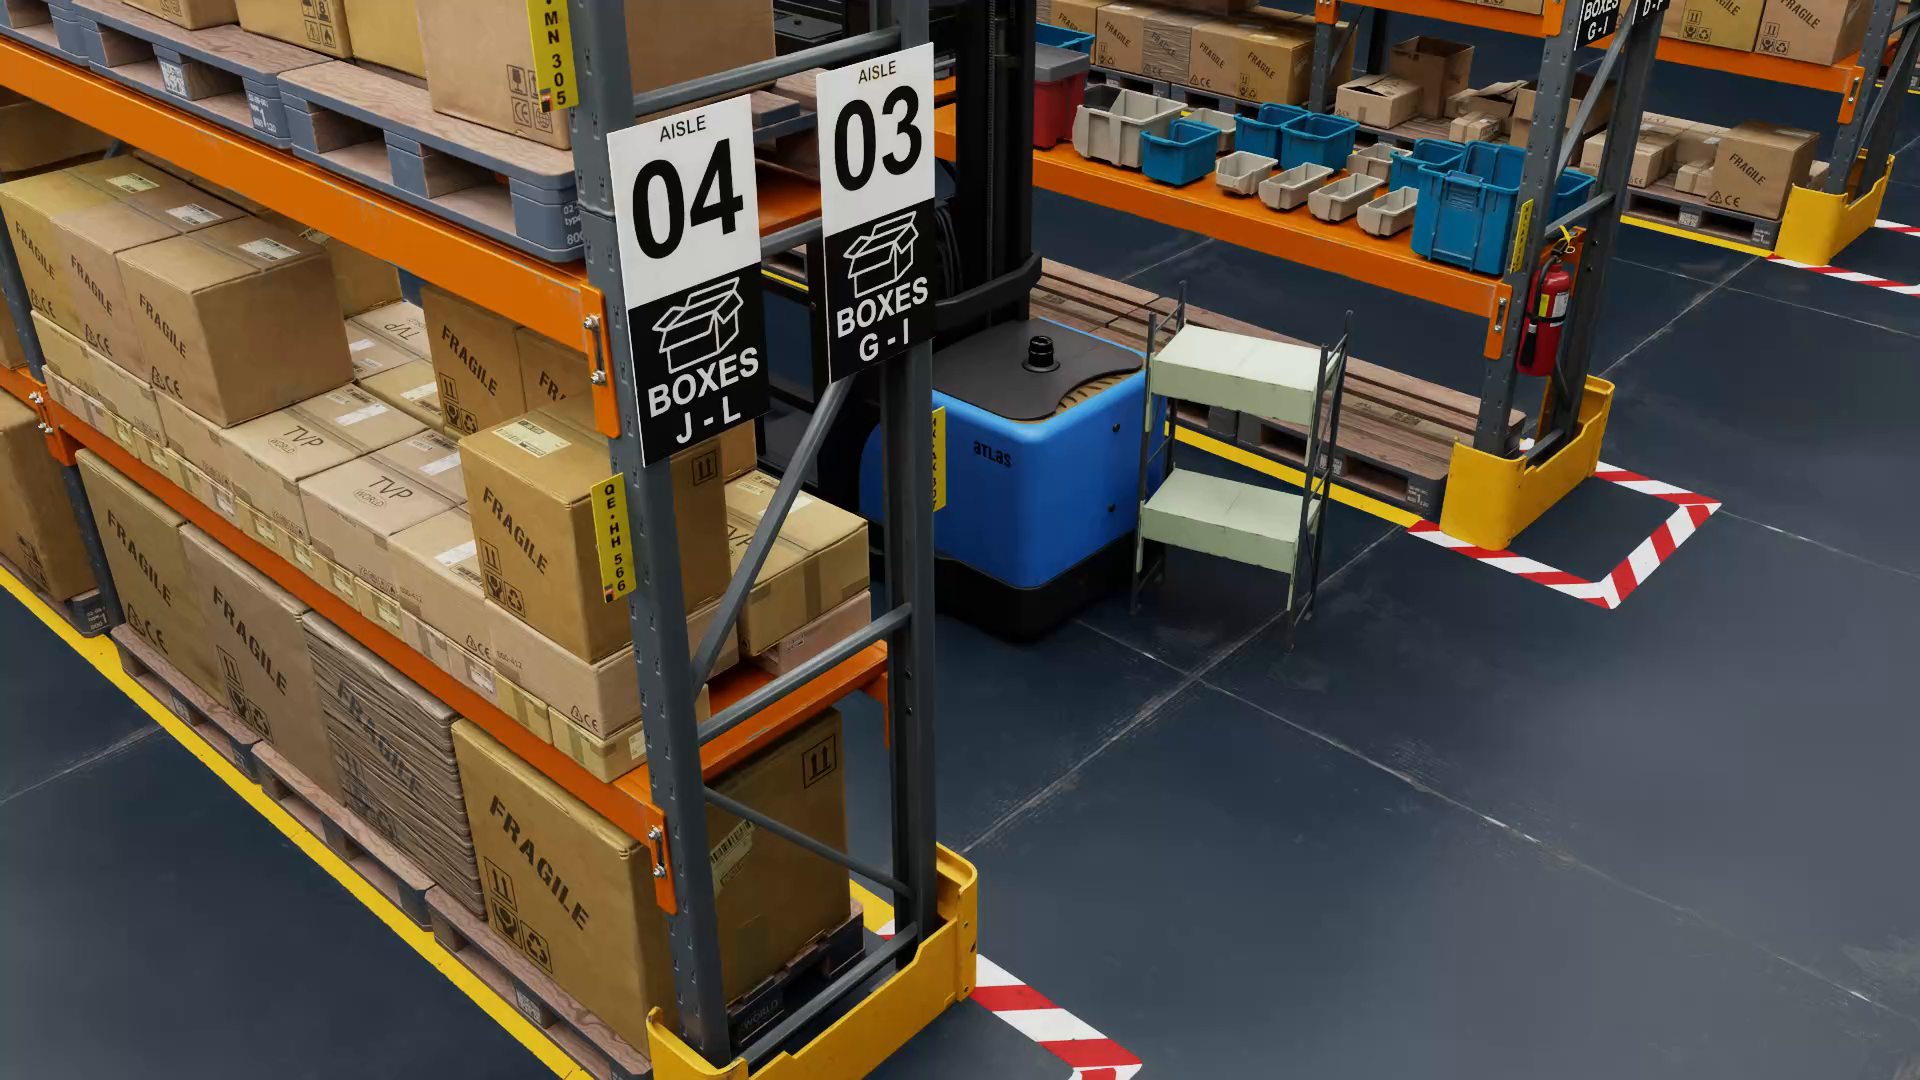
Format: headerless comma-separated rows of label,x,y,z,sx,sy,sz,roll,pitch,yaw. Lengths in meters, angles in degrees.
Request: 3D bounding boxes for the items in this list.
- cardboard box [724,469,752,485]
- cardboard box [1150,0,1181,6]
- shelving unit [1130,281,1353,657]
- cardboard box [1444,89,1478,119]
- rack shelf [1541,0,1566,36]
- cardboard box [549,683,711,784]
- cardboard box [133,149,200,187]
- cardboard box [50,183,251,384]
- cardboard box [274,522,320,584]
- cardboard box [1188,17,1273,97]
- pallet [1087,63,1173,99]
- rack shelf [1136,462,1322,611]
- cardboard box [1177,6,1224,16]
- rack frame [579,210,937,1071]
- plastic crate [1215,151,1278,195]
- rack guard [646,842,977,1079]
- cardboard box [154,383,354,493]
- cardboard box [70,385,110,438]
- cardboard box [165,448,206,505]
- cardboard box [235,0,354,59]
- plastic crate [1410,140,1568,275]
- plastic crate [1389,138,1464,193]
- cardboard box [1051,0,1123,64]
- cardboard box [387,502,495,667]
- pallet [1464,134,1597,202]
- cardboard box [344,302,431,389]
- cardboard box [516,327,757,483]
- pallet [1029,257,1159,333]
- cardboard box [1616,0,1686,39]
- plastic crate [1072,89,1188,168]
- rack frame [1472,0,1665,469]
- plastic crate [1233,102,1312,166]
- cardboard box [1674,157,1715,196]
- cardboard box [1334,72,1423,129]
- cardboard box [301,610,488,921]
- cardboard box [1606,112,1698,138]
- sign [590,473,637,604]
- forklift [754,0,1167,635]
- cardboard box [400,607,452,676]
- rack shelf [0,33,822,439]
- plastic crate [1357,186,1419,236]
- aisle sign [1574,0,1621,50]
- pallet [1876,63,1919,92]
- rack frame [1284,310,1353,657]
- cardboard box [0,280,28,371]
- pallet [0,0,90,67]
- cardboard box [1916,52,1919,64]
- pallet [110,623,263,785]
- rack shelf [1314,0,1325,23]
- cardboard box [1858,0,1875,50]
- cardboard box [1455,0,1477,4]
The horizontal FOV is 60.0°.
cardboard box,-1.018,-0.118,5.395,0.500,0.250,0.500,24,39,35
cardboard box,1.922,-4.998,14.915,0.500,0.250,0.500,24,39,34
shelving unit,1.211,-0.304,7.300,0.755,1.500,0.431,14,34,22
cardboard box,4.162,-3.551,13.578,0.250,0.149,0.380,25,39,35
rack shelf,1.387,-3.171,8.399,4.000,0.370,1.077,25,39,35
cardboard box,-0.939,0.502,4.751,0.250,0.149,0.380,26,40,36
cardboard box,-2.899,-1.320,6.665,0.500,0.500,0.500,26,40,36
cardboard box,-2.876,-0.940,6.033,0.500,0.500,0.500,25,39,35
cardboard box,-2.072,-0.027,5.630,0.250,0.149,0.380,26,40,36
cardboard box,2.311,-4.133,14.203,0.500,0.500,0.500,25,39,35
pallet,1.693,-4.274,15.145,1.213,0.211,1.003,25,39,35
rack shelf,1.211,-0.025,7.469,0.720,0.370,0.431,14,34,22
cardboard box,2.267,-4.514,14.837,0.500,0.500,0.500,26,39,36
rack frame,-0.454,0.392,4.691,0.127,3.000,1.000,25,39,35
plastic crate,1.484,-1.916,8.722,0.250,0.136,0.298,25,39,35
rack guard,-0.436,1.471,5.322,0.348,0.500,1.175,25,39,35
cardboard box,-2.494,-0.442,5.933,0.500,0.250,0.500,26,40,36
cardboard box,-3.229,-0.565,6.523,0.250,0.149,0.380,24,38,34
cardboard box,-2.647,-0.295,6.075,0.250,0.149,0.380,24,39,34
cardboard box,-1.628,-1.720,4.689,0.500,0.500,0.700,22,37,32
plastic crate,2.496,-1.588,7.886,0.499,0.435,0.616,25,39,35
plastic crate,2.419,-1.895,8.594,0.300,0.233,0.416,25,39,35
cardboard box,1.171,-4.660,15.080,0.500,0.500,0.500,24,39,34
cardboard box,-1.367,0.086,5.055,0.500,0.250,0.500,24,39,34
pallet,4.648,-2.924,12.904,1.213,0.211,1.003,25,39,35
cardboard box,-2.152,-0.649,6.276,0.500,0.250,0.500,26,40,36
cardboard box,-0.999,-0.435,5.194,0.500,0.500,0.500,24,38,34
pallet,0.475,-1.452,10.458,1.213,0.211,1.003,25,39,35
cardboard box,4.928,-3.842,11.627,0.500,0.500,0.500,25,39,35
plastic crate,0.912,-2.263,9.157,0.530,0.282,0.437,25,39,35
rack frame,2.870,-1.502,7.837,0.127,3.000,1.000,25,39,35
plastic crate,1.709,-2.227,9.145,0.300,0.233,0.416,25,39,35
cardboard box,5.388,-2.638,12.045,0.250,0.166,0.380,25,39,35
cardboard box,3.397,-3.588,13.482,0.500,0.311,0.500,25,39,35
cardboard box,-1.657,0.616,5.971,0.875,0.875,0.875,25,39,35
cardboard box,5.242,-3.048,12.645,0.500,0.250,0.500,25,39,35
sign,-0.828,-0.003,3.995,0.005,0.325,0.100,25,39,35
forklift,-0.465,-1.475,7.858,3.031,2.935,1.130,25,39,35
cardboard box,-1.503,0.238,5.190,0.250,0.149,0.380,26,40,36
rack shelf,-1.937,-1.277,5.253,4.000,0.370,1.077,25,39,35
plastic crate,2.144,-1.628,8.243,0.243,0.136,0.396,25,39,35
aisle sign,2.726,-2.479,6.939,0.004,0.787,0.394,25,39,35
pallet,8.872,-4.343,15.259,1.213,0.211,1.003,25,39,35
rack frame,1.539,-0.220,7.161,0.023,1.500,0.400,14,34,22
cardboard box,-3.950,-1.093,7.060,0.500,0.500,0.500,25,39,35
pallet,-2.820,-1.953,5.763,1.213,0.211,1.003,25,39,35
cardboard box,8.931,-4.604,15.005,0.500,0.500,0.700,25,39,35
pallet,-2.908,0.495,7.223,1.213,0.211,1.003,25,39,35
rack shelf,1.748,-5.163,14.616,4.000,0.370,1.077,25,39,35
cardboard box,6.044,-3.692,11.378,0.500,0.500,0.500,26,40,36
cardboard box,3.807,-4.366,12.497,0.500,0.500,0.500,26,40,36
